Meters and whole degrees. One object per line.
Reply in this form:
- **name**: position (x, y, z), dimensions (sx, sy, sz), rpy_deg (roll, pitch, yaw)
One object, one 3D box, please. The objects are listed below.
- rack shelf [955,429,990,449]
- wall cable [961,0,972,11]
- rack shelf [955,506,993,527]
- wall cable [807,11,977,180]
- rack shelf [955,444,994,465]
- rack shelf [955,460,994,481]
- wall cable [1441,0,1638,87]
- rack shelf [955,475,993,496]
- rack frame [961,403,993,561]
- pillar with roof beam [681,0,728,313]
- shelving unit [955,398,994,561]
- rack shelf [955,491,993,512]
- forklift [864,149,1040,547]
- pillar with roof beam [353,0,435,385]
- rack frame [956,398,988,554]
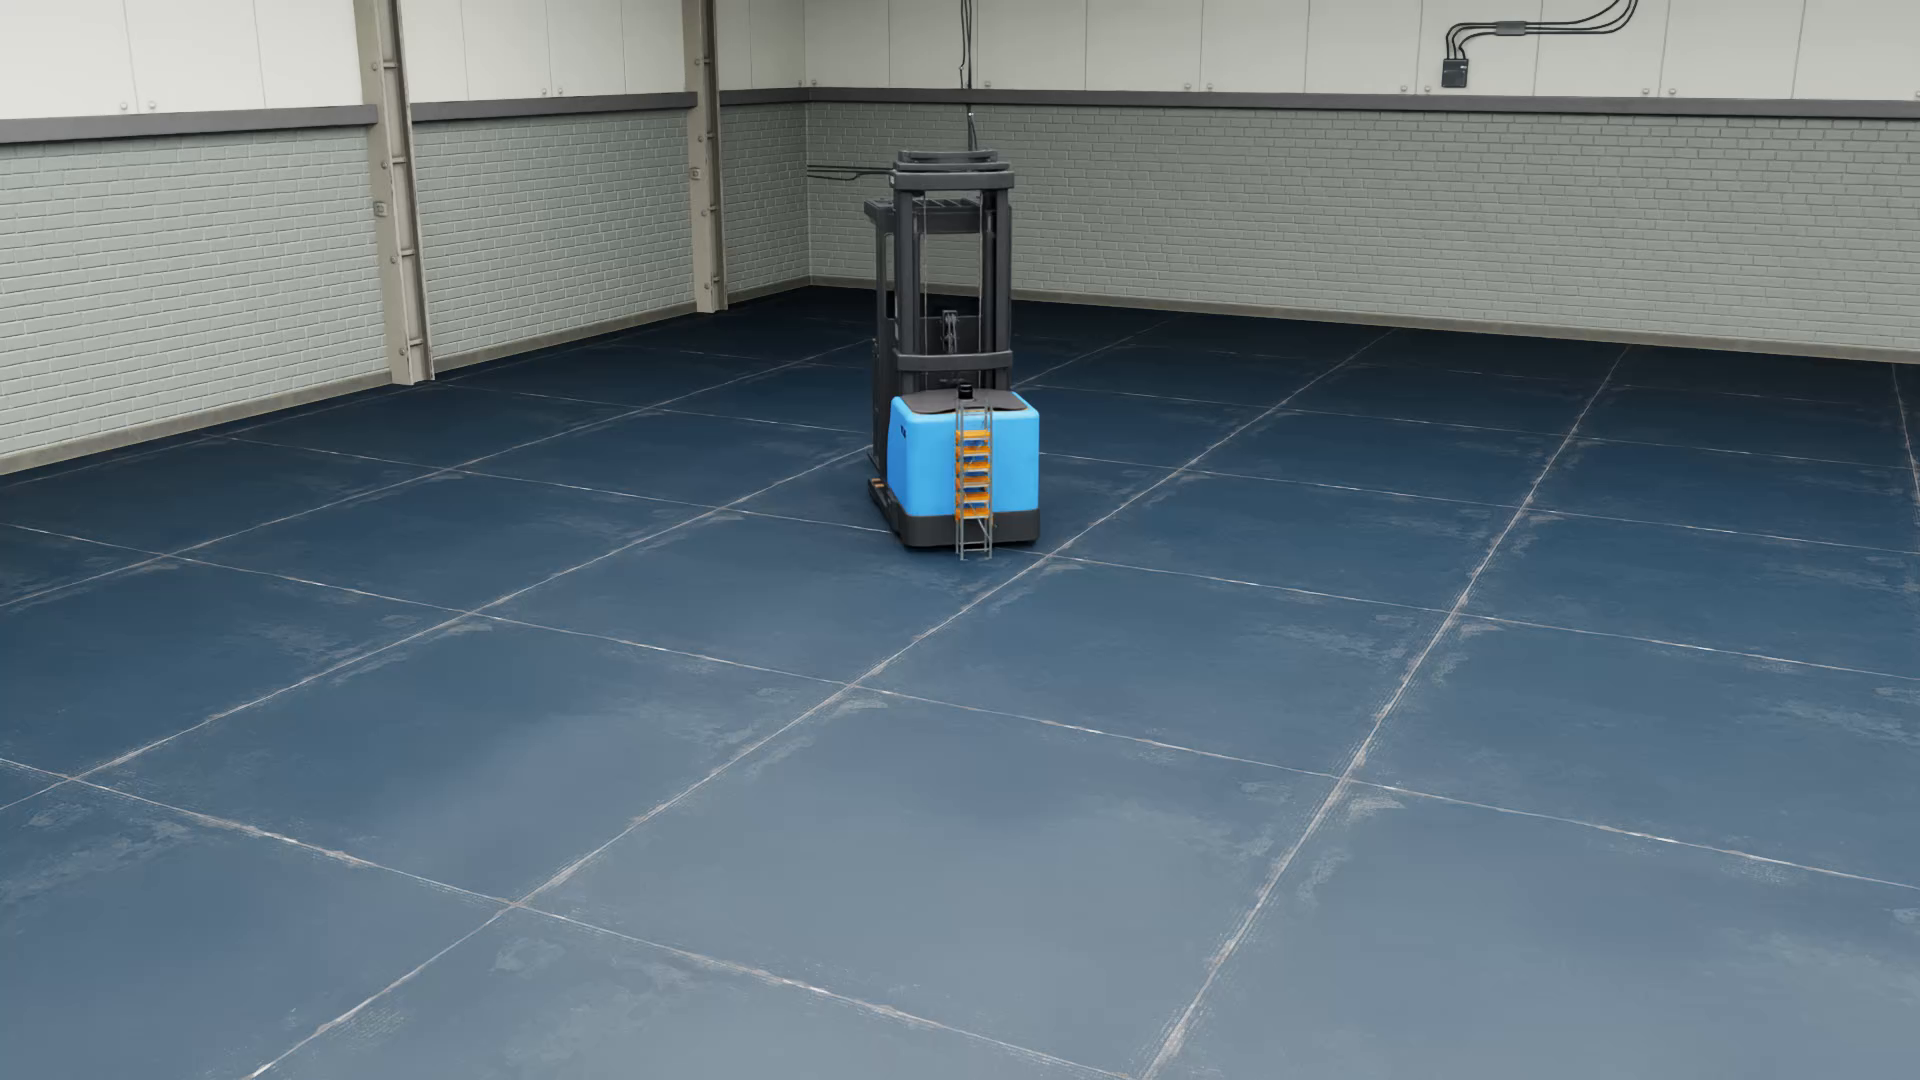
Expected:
- **rack shelf**: position (0.105, -0.751, 12.337), dimensions (0.258, 0.103, 0.180), rpy_deg (-3, 17, -11)
- **wall cable**: position (1.284, -8.847, 23.589), dimensions (3.097, 2.526, 0.112), rpy_deg (8, 18, 25)
- **rack shelf**: position (0.105, -0.176, 12.508), dimensions (0.258, 0.103, 0.180), rpy_deg (-3, 17, -11)
- **wall cable**: position (-1.136, -6.770, 25.467), dimensions (3.097, 2.526, 0.112), rpy_deg (8, 18, 25)
- **rack shelf**: position (0.105, -0.636, 12.371), dimensions (0.258, 0.103, 0.180), rpy_deg (-3, 17, -11)
- **rack shelf**: position (0.105, -0.521, 12.405), dimensions (0.258, 0.103, 0.180), rpy_deg (-3, 17, -11)
- **wall cable**: position (7.349, -8.677, 20.461), dimensions (2.305, 6.003, 0.169), rpy_deg (8, 18, 25)
- **rack shelf**: position (0.105, -0.406, 12.439), dimensions (0.258, 0.103, 0.180), rpy_deg (-3, 17, -11)
- **rack frame**: position (0.123, -0.423, 12.341), dimensions (0.240, 1.200, 0.006), rpy_deg (-3, 17, -11)
- **pillar with roof beam**: position (0.215, -7.129, 21.221), dimensions (9.100, 9.000, 0.400), rpy_deg (8, 18, 25)
- **shelving unit**: position (0.105, -0.448, 12.427), dimensions (0.258, 1.200, 0.189), rpy_deg (-3, 17, -11)
- **rack shelf**: position (0.105, -0.291, 12.473), dimensions (0.258, 0.103, 0.180), rpy_deg (-3, 17, -11)
- **forklift**: position (-0.177, -1.730, 13.702), dimensions (1.130, 2.935, 3.031), rpy_deg (-3, 17, -11)
- **pillar with roof beam**: position (-2.466, -5.601, 16.075), dimensions (9.100, 9.000, 0.400), rpy_deg (8, 18, 25)
- **rack frame**: position (0.087, -0.474, 12.513), dimensions (0.240, 1.200, 0.006), rpy_deg (-3, 17, -11)
